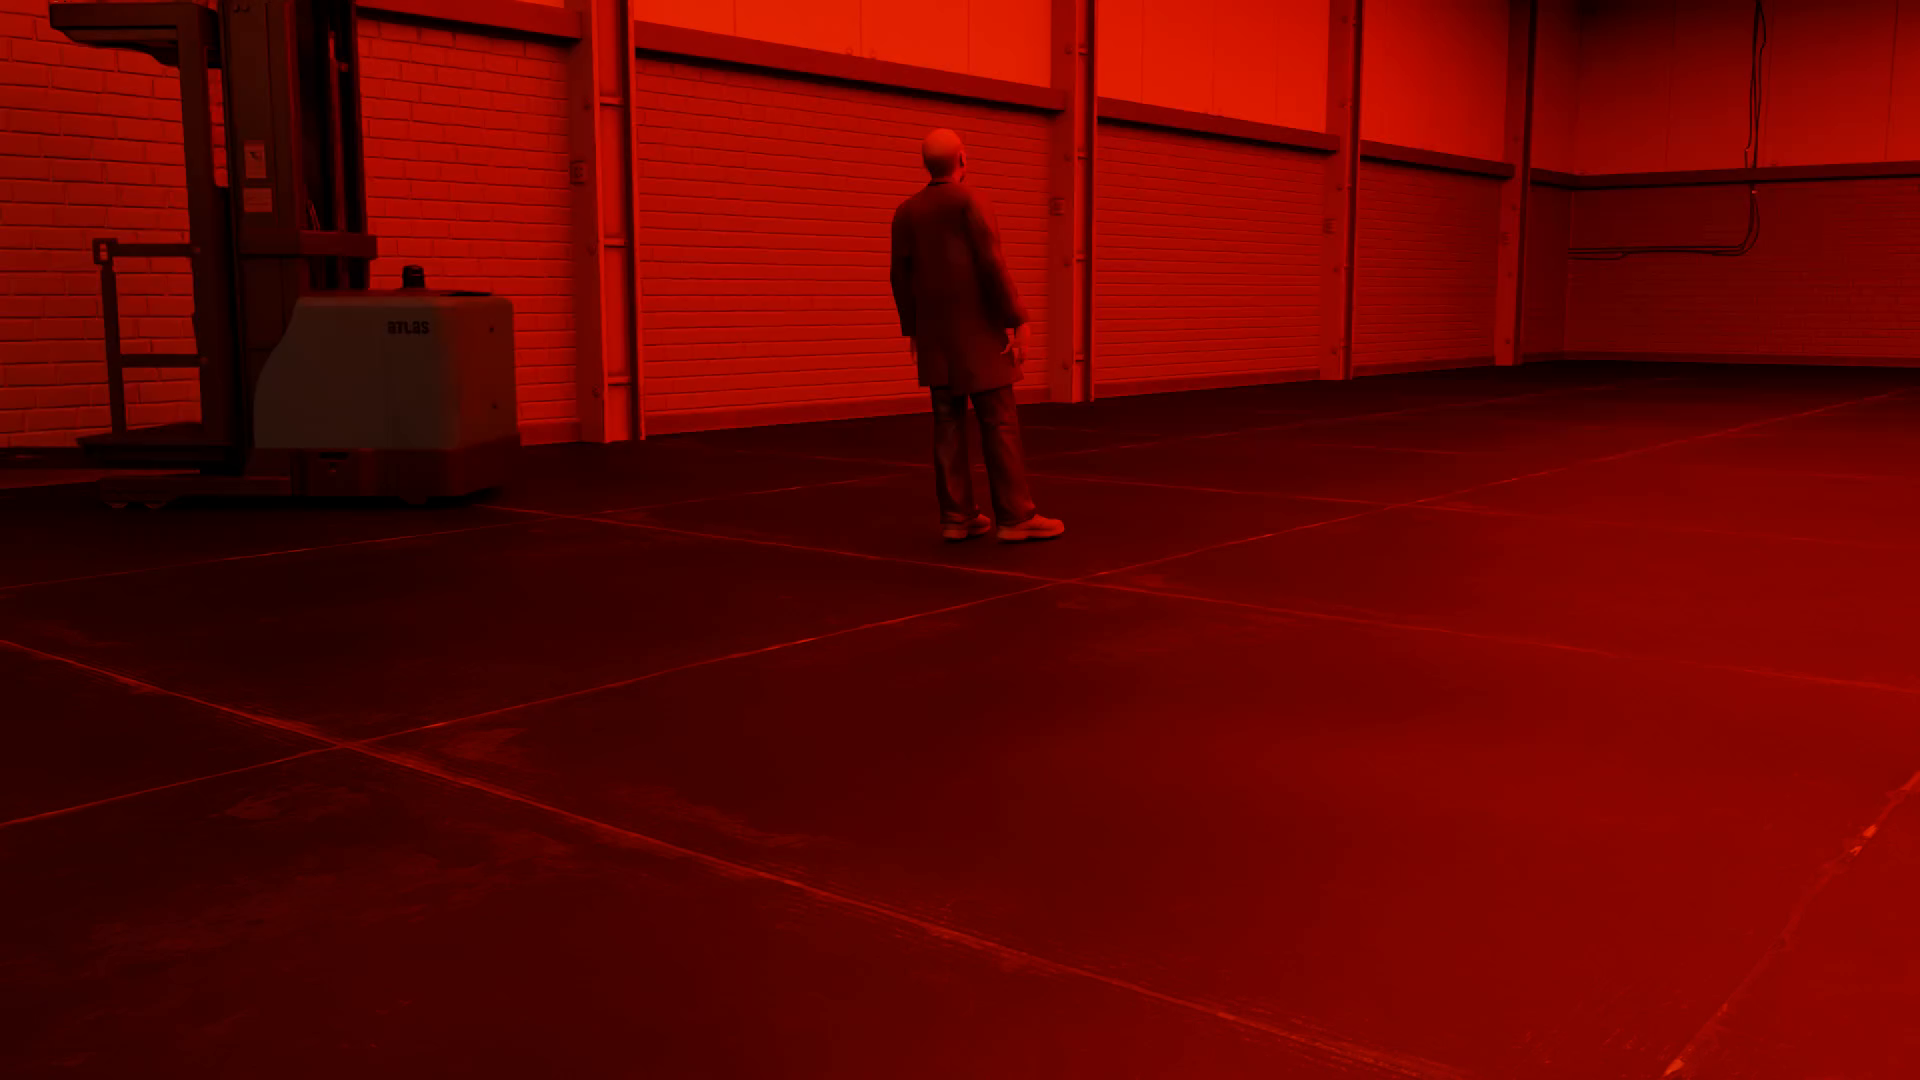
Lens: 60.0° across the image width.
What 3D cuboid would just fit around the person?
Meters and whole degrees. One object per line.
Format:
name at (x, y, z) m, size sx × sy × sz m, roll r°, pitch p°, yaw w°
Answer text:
person at (0.061, -0.897, 7.342) m, size 0.697 × 1.776 × 0.581 m, roll 7°, pitch 11°, yaw 38°

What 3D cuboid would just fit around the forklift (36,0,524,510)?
forklift at (-3.912, -1.721, 9.041) m, size 3.031 × 2.935 × 1.130 m, roll 4°, pitch 9°, yaw 26°
